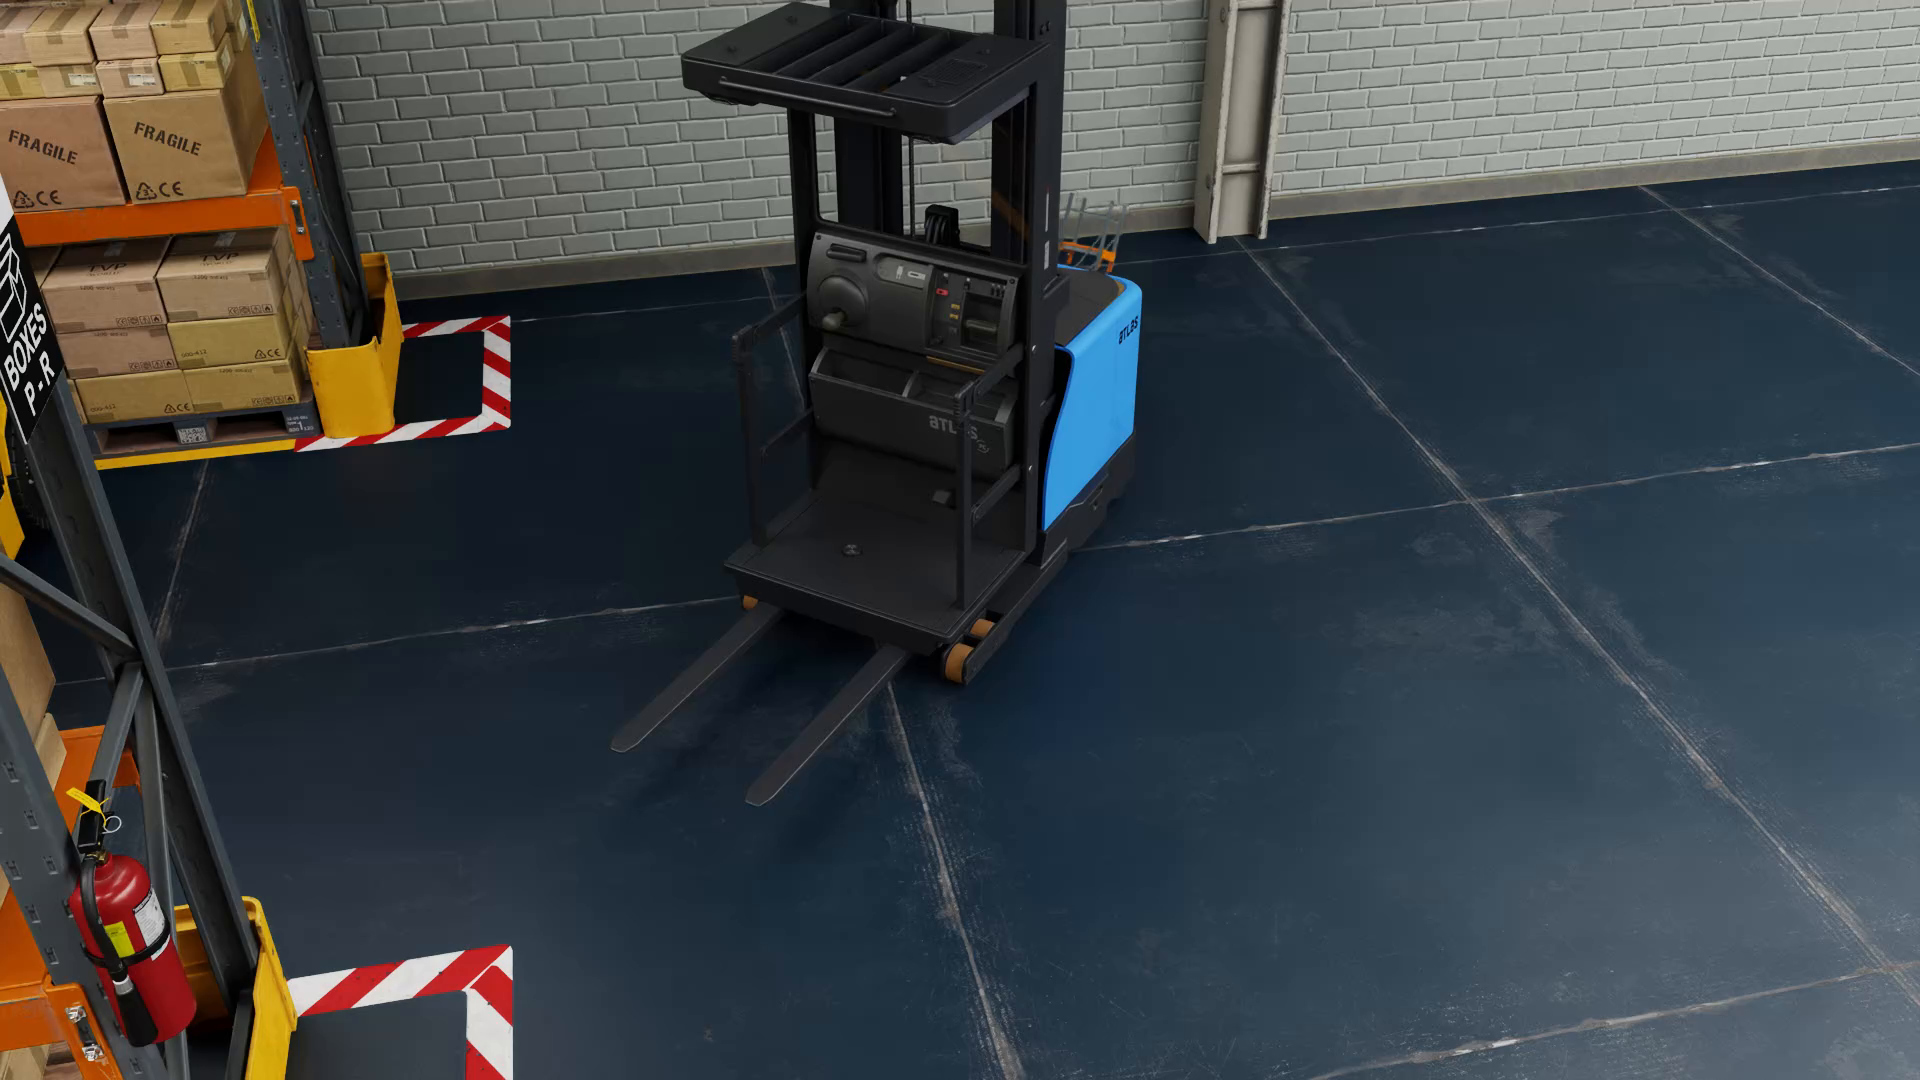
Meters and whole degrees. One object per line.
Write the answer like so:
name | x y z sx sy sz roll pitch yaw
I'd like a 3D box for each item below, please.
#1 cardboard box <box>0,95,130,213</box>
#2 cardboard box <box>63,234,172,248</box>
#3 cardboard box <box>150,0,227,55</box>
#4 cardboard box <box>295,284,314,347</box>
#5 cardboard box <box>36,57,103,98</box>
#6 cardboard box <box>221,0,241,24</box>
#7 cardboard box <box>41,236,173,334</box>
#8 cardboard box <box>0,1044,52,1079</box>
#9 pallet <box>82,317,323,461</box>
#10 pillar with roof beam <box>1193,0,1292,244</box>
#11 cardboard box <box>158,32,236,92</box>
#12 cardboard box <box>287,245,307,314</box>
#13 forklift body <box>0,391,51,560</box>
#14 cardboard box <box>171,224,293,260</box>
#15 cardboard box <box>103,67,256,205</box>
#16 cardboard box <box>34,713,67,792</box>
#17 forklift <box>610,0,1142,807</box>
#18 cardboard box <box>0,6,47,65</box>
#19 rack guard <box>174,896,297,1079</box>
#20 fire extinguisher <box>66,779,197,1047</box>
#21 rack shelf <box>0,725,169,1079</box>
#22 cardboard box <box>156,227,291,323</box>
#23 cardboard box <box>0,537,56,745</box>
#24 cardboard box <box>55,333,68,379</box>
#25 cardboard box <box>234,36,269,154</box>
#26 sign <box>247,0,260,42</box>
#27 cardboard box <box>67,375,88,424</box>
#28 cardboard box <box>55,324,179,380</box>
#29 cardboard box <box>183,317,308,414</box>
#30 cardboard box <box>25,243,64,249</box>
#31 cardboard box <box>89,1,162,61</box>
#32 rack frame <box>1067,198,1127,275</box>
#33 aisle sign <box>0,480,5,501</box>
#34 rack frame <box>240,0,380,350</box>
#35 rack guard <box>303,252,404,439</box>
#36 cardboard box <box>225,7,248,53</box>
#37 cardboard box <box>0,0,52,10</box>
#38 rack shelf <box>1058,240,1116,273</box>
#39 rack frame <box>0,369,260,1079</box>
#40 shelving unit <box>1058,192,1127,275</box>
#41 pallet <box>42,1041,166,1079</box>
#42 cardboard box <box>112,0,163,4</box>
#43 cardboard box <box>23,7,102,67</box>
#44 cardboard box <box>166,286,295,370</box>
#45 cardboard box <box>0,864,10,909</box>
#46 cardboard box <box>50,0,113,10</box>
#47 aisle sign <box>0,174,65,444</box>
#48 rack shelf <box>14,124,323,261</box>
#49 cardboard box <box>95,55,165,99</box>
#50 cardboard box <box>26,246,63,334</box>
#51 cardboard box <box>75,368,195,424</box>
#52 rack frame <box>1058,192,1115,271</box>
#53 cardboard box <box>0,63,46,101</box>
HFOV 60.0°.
cardboard box | -4.173 -1.871 7.757 0.500 0.500 0.500 -6 34 -9
cardboard box | -4.239 -1.520 8.517 0.500 0.250 0.500 -7 35 -10
cardboard box | -3.545 -2.368 7.647 0.250 0.149 0.380 -7 35 -10
cardboard box | -3.765 -1.170 8.893 0.500 0.250 0.500 -7 35 -10
cardboard box | -4.028 -2.162 7.607 0.250 0.149 0.380 -7 34 -10
cardboard box | -3.617 -2.601 7.995 0.250 0.149 0.380 -8 35 -11
cardboard box | -4.119 -1.248 8.111 0.500 0.250 0.500 -7 34 -10
cardboard box | -2.992 1.522 4.881 0.500 0.250 0.500 -7 35 -11
pallet | -3.979 -0.817 8.778 1.213 0.211 1.003 -7 35 -11
pillar with roof beam | 2.682 -3.385 4.718 0.400 9.000 9.100 -7 35 -11
cardboard box | -3.519 -2.208 7.676 0.250 0.149 0.380 -7 34 -10
cardboard box | -3.747 -1.387 8.767 0.500 0.250 0.500 -7 34 -10
forklift body | -4.689 -0.515 6.587 1.214 2.155 2.313 -7 35 -11
cardboard box | -3.753 -1.583 8.611 0.500 0.250 0.500 -8 35 -11
cardboard box | -3.664 -1.930 7.845 0.500 0.500 0.500 -8 35 -12
cardboard box | -2.521 0.639 4.331 0.250 0.149 0.380 -7 35 -10
forklift | -0.296 -0.910 6.476 1.130 2.935 3.031 17 37 23
cardboard box | -4.287 -2.283 7.522 0.250 0.149 0.380 -7 34 -10
rack guard | -2.218 1.653 4.838 0.348 0.500 1.175 -7 35 -11
fire extinguisher | -1.930 0.874 3.825 0.183 0.674 0.296 -7 35 -11
rack shelf | -4.094 1.150 3.990 4.000 0.370 1.077 -7 35 -11
cardboard box | -3.623 -1.314 8.209 0.500 0.250 0.500 -6 34 -9
cardboard box | -2.667 0.348 4.183 0.500 0.500 0.500 -8 35 -11
cardboard box | -4.639 -0.972 8.148 0.500 0.250 0.500 -8 35 -12
cardboard box | -3.787 -2.223 8.282 0.500 0.500 0.500 -6 34 -9
sign | -3.136 -2.374 7.345 0.005 0.325 0.100 -7 35 -11
cardboard box | -4.608 -0.782 8.315 0.500 0.250 0.500 -7 34 -10
cardboard box | -4.140 -1.047 8.260 0.500 0.250 0.500 -8 35 -11
cardboard box | -3.631 -0.895 8.483 0.500 0.250 0.500 -7 34 -10
cardboard box | -4.730 -1.464 8.434 0.500 0.250 0.500 -7 35 -11
cardboard box | -3.779 -2.320 7.577 0.250 0.149 0.380 -7 35 -10
rack frame | 0.596 -1.127 8.477 0.240 1.200 0.006 17 9 23
aisle sign | -2.019 -0.324 3.208 0.004 0.787 0.394 -7 35 -11
rack frame | -3.242 -2.092 8.175 0.127 3.000 1.000 -7 35 -11
rack guard | -3.219 -1.057 8.876 0.348 0.500 1.175 -7 35 -11
cardboard box | -3.630 -2.502 8.115 0.250 0.149 0.380 -8 35 -12
cardboard box | -4.379 -2.525 7.882 0.250 0.149 0.380 -7 34 -10
rack shelf | 0.628 -1.427 8.348 0.258 0.103 0.180 17 9 23
rack frame | -2.144 0.605 4.156 0.127 3.000 1.000 -7 35 -11
shelving unit | 0.557 -1.123 8.394 0.258 1.200 0.189 17 9 23
pallet | -3.018 1.853 4.799 1.213 0.211 1.003 -7 35 -11
cardboard box | -3.890 -2.602 7.997 0.250 0.149 0.380 -6 34 -9
cardboard box | -4.028 -2.274 7.507 0.250 0.149 0.380 -6 34 -9
cardboard box | -3.648 -1.102 8.343 0.500 0.250 0.500 -8 35 -11
cardboard box | -2.461 0.872 3.984 0.250 0.149 0.380 -6 34 -9
cardboard box | -4.134 -2.547 7.915 0.250 0.149 0.380 -7 34 -10
aisle sign | -2.152 -0.650 3.694 0.004 0.787 0.394 -7 35 -11
rack shelf | -5.193 -1.547 8.009 4.000 0.370 1.077 -7 35 -11
cardboard box | -3.761 -2.160 7.605 0.250 0.149 0.380 -7 34 -10
cardboard box | -4.609 -1.180 8.010 0.500 0.250 0.500 -7 34 -10
cardboard box | -4.118 -0.839 8.399 0.500 0.250 0.500 -7 35 -11
rack frame | 0.519 -1.120 8.311 0.240 1.200 0.006 17 9 23
cardboard box | -4.272 -2.137 7.571 0.250 0.149 0.380 -7 35 -11
